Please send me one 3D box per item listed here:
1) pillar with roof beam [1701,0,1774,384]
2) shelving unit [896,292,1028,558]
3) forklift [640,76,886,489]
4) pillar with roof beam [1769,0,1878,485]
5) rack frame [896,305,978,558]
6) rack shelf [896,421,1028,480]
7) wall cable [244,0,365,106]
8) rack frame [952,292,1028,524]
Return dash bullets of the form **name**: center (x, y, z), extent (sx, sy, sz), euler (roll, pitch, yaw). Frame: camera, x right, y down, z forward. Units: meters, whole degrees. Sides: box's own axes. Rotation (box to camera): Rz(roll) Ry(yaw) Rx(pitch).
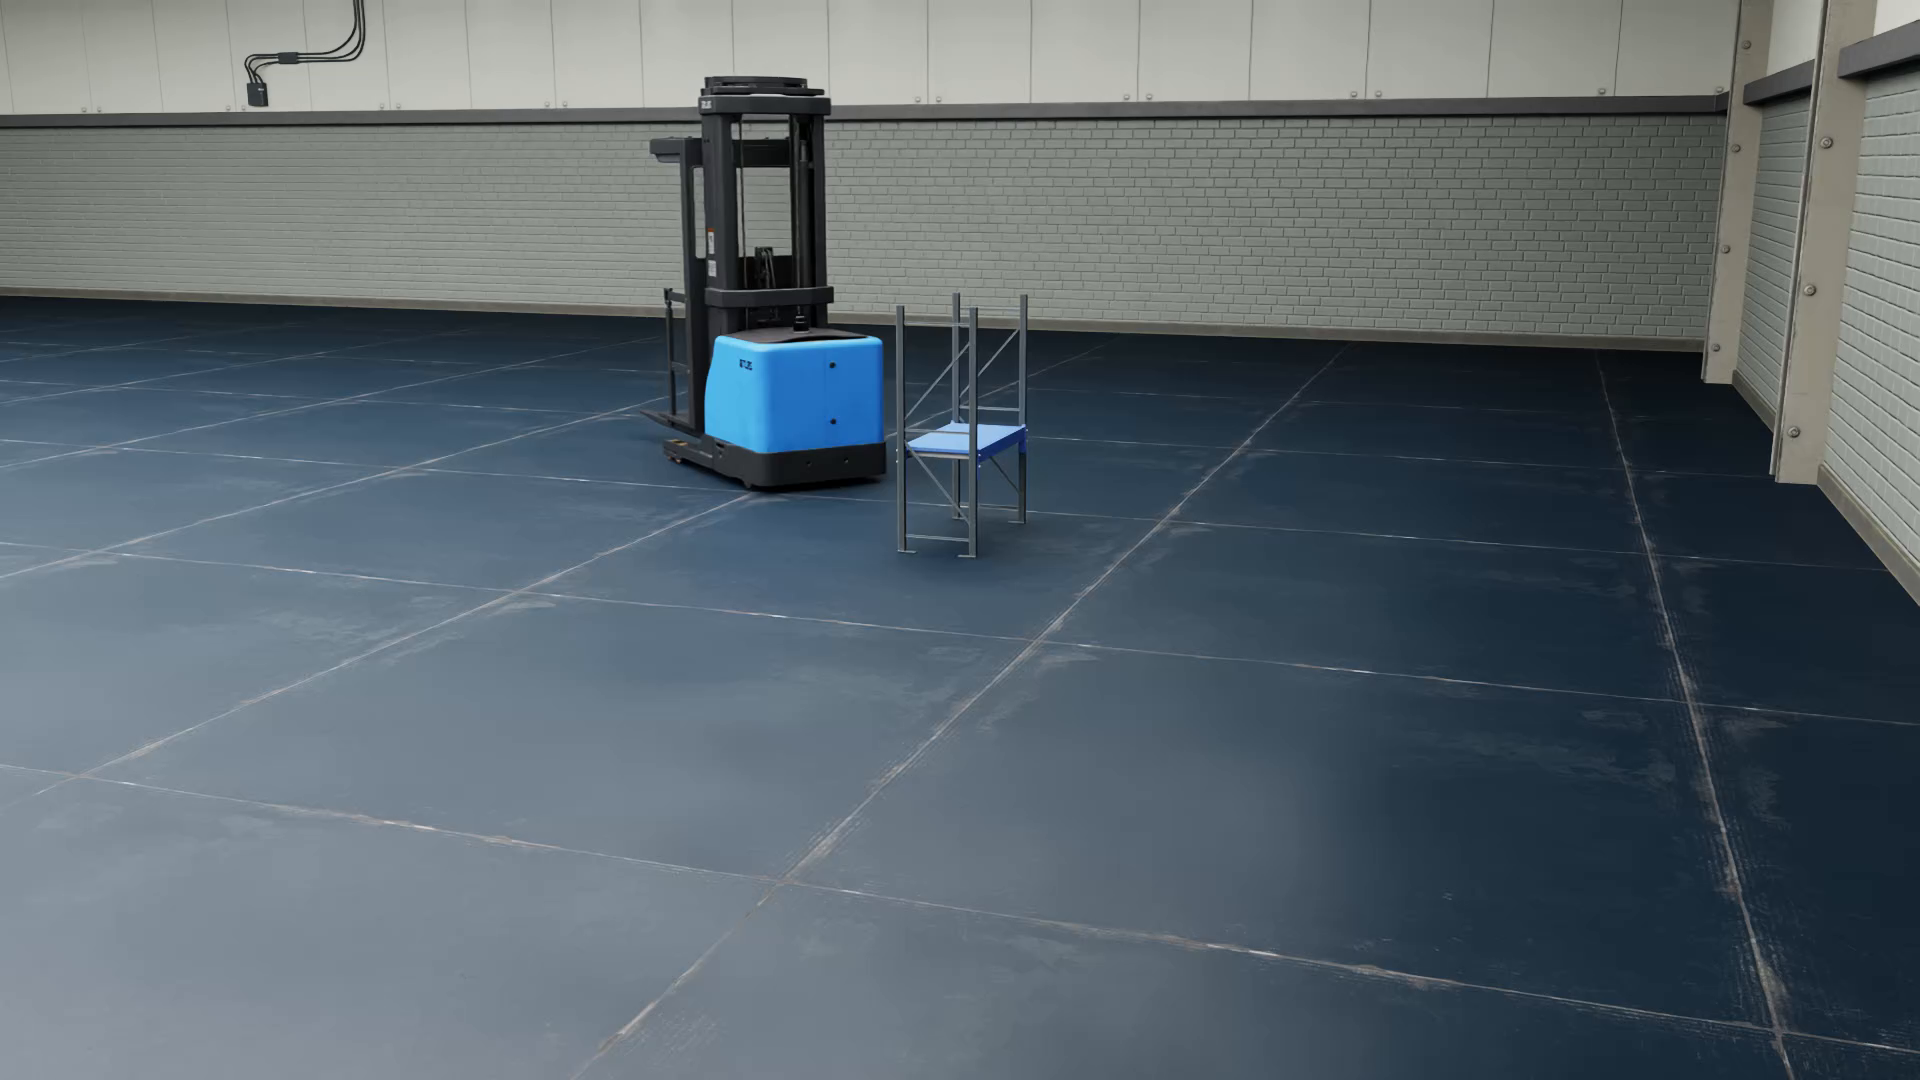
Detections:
- **pillar with roof beam**: center (4.148, -6.420, 18.393), extent (9.100, 9.000, 0.400), euler (4, 14, 18)
- **shelving unit**: center (0.028, -0.749, 10.400), extent (0.538, 1.500, 1.048), euler (4, 14, 18)
- **forklift**: center (-1.723, -2.080, 13.016), extent (1.130, 2.935, 3.031), euler (-7, 15, -29)
- **pillar with roof beam**: center (2.206, -5.157, 12.858), extent (9.100, 9.000, 0.400), euler (4, 14, 18)
- **rack frame**: center (-0.137, -0.642, 9.931), extent (0.500, 1.500, 0.032), euler (4, 14, 18)
- **rack shelf**: center (0.028, -0.574, 10.440), extent (0.538, 0.185, 1.000), euler (4, 14, 18)
- **wall cable**: center (-10.402, -9.874, 25.884), extent (2.305, 6.003, 0.169), euler (4, 14, 18)
- **rack frame**: center (0.192, -0.856, 10.869), extent (0.500, 1.500, 0.032), euler (4, 14, 18)
